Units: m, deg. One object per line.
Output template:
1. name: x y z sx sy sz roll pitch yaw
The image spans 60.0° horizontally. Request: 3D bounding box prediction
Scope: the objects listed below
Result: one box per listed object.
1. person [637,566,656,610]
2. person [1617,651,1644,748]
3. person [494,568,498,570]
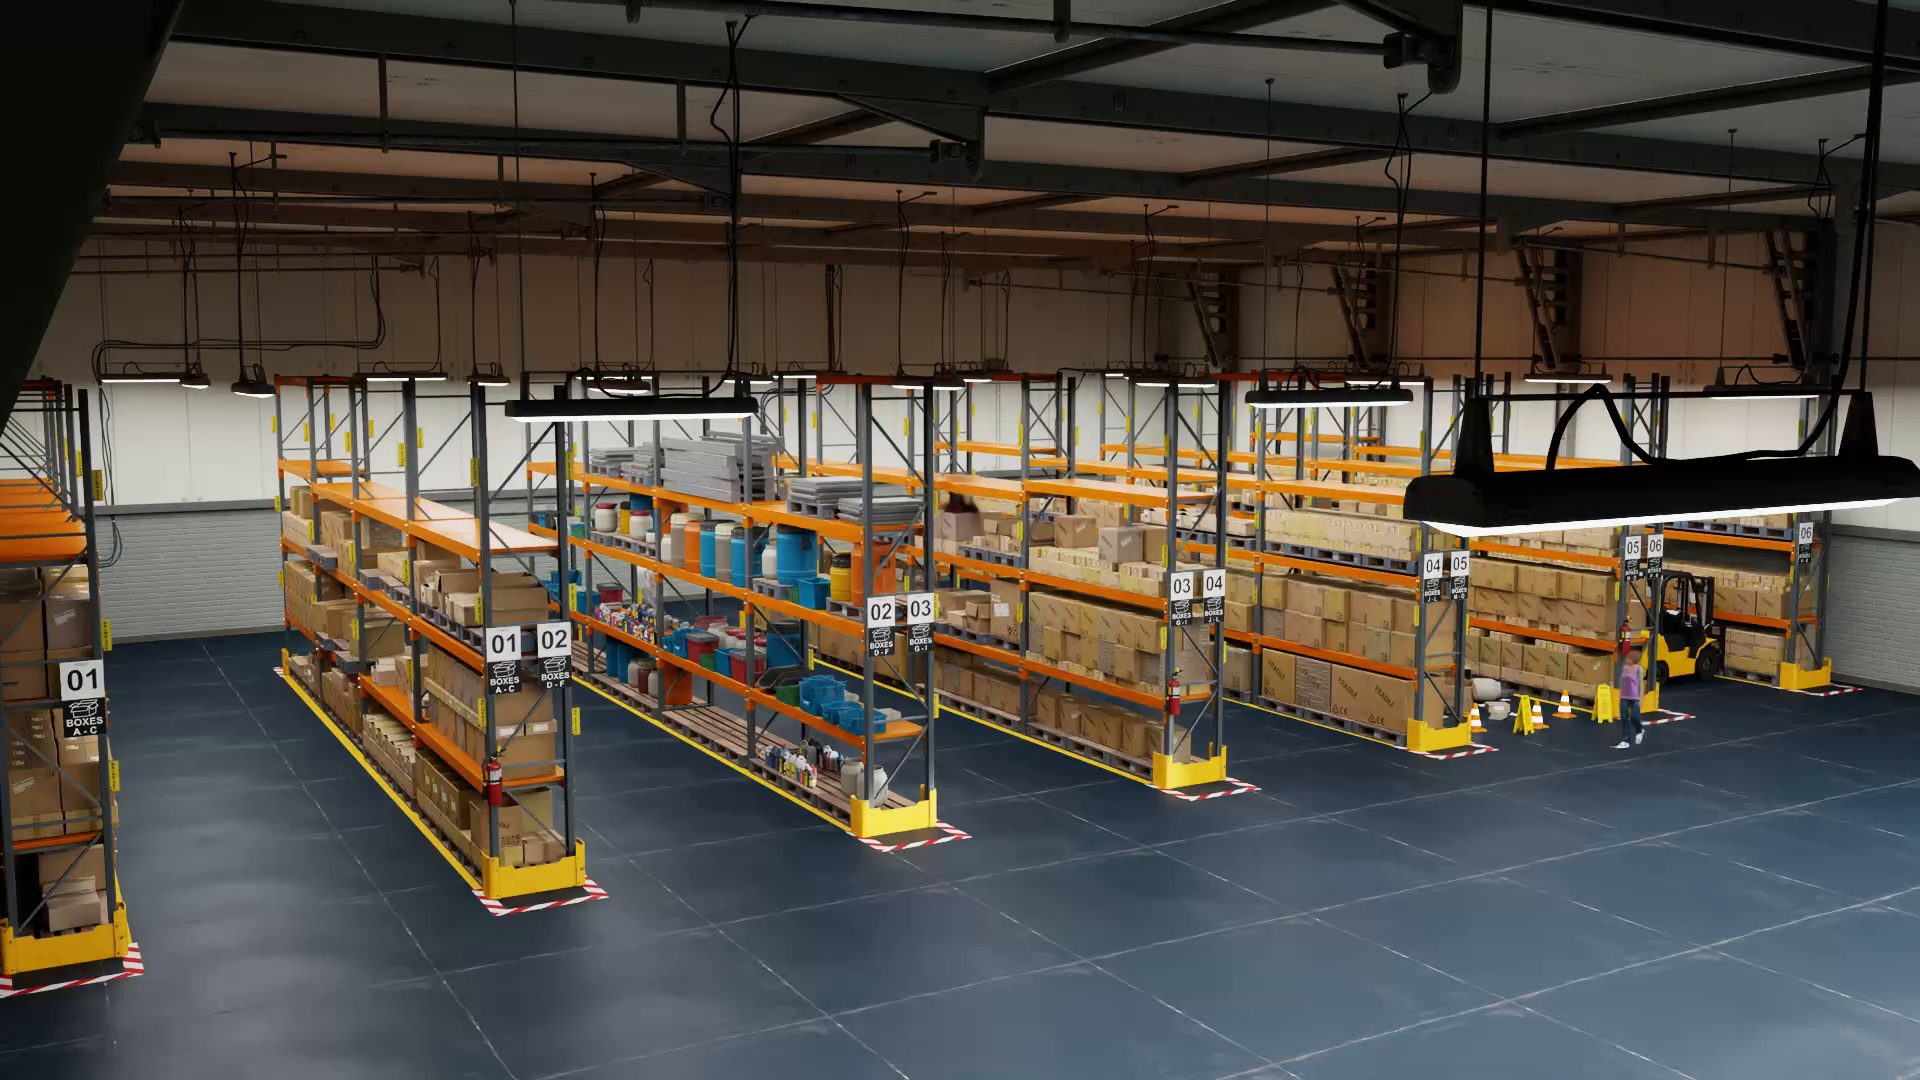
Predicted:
1. person: -7.645 1.127 40.148 0.507 1.639 0.956 1 6 12
2. person: 10.893 2.578 26.956 0.428 1.600 0.472 6 9 43
3. person: -10.430 1.434 37.280 0.507 1.637 0.975 -3 7 -25
